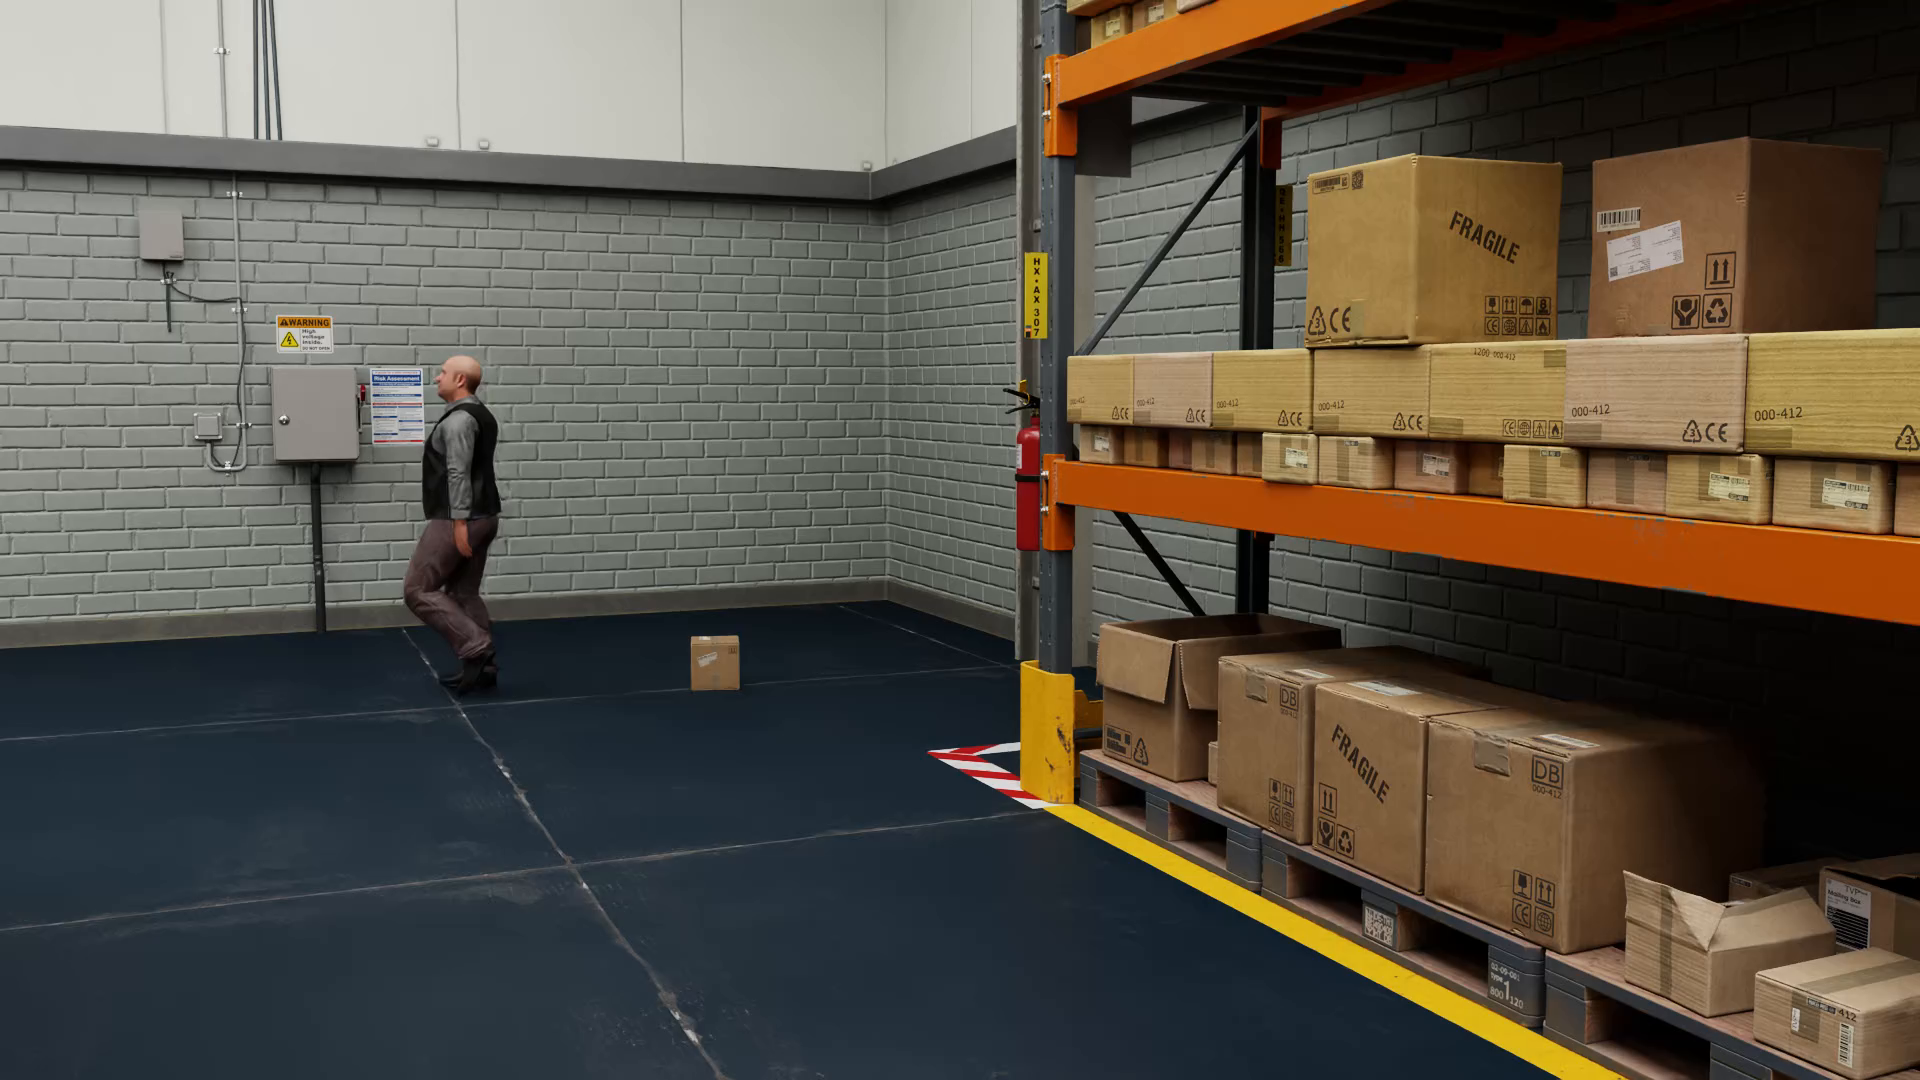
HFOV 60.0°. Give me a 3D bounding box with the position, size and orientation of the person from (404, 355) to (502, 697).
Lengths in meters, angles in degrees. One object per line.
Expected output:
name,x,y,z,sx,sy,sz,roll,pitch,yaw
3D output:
person,-2.588,-0.073,8.497,0.437,1.733,0.546,0,5,1
